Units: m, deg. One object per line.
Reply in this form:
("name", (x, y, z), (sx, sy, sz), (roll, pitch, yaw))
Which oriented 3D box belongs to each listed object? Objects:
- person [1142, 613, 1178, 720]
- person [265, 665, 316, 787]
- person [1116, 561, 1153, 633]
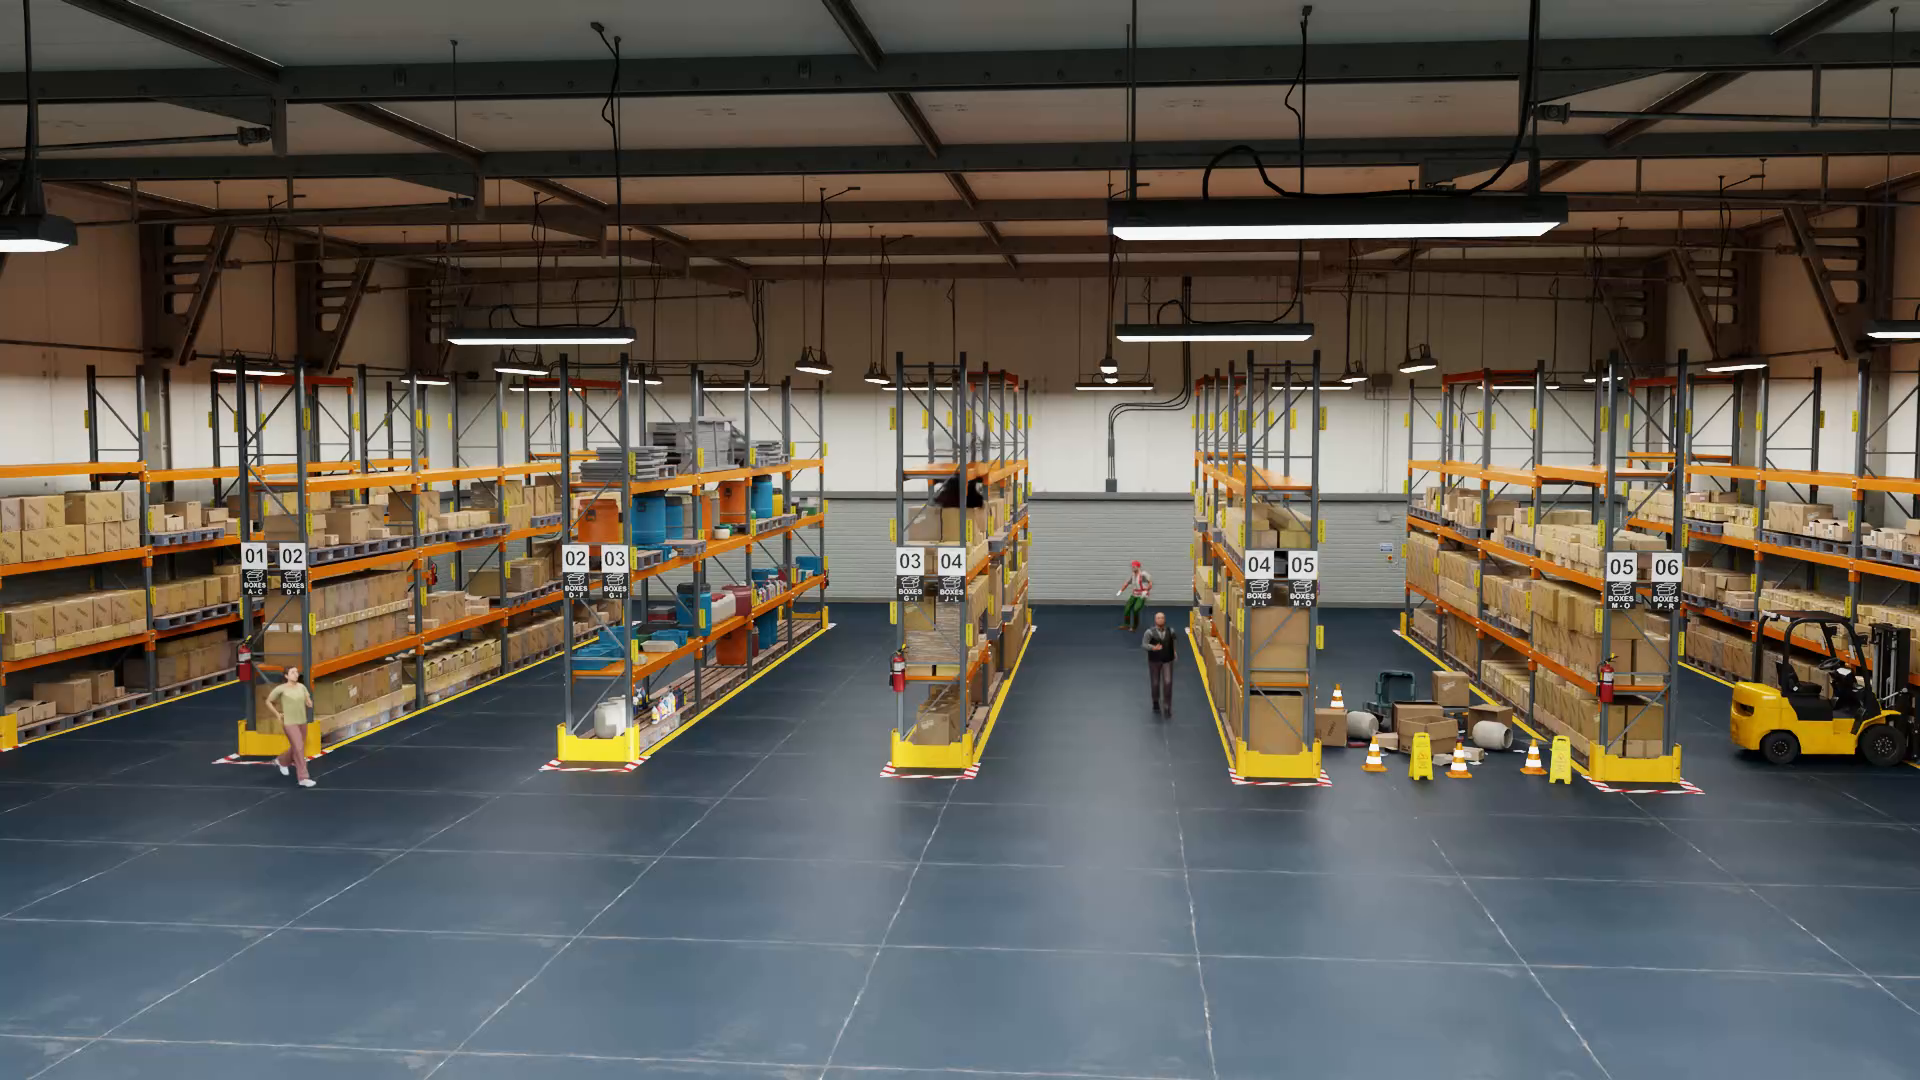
("person", (3.414, 2.115, 28.343), (0.636, 1.768, 0.859), (0, 4, 3))
("person", (-9.188, 2.532, 22.906), (0.939, 1.645, 0.584), (2, 5, 32))
("person", (4.147, 1.347, 39.695), (0.949, 1.716, 0.521), (4, 6, 43))
